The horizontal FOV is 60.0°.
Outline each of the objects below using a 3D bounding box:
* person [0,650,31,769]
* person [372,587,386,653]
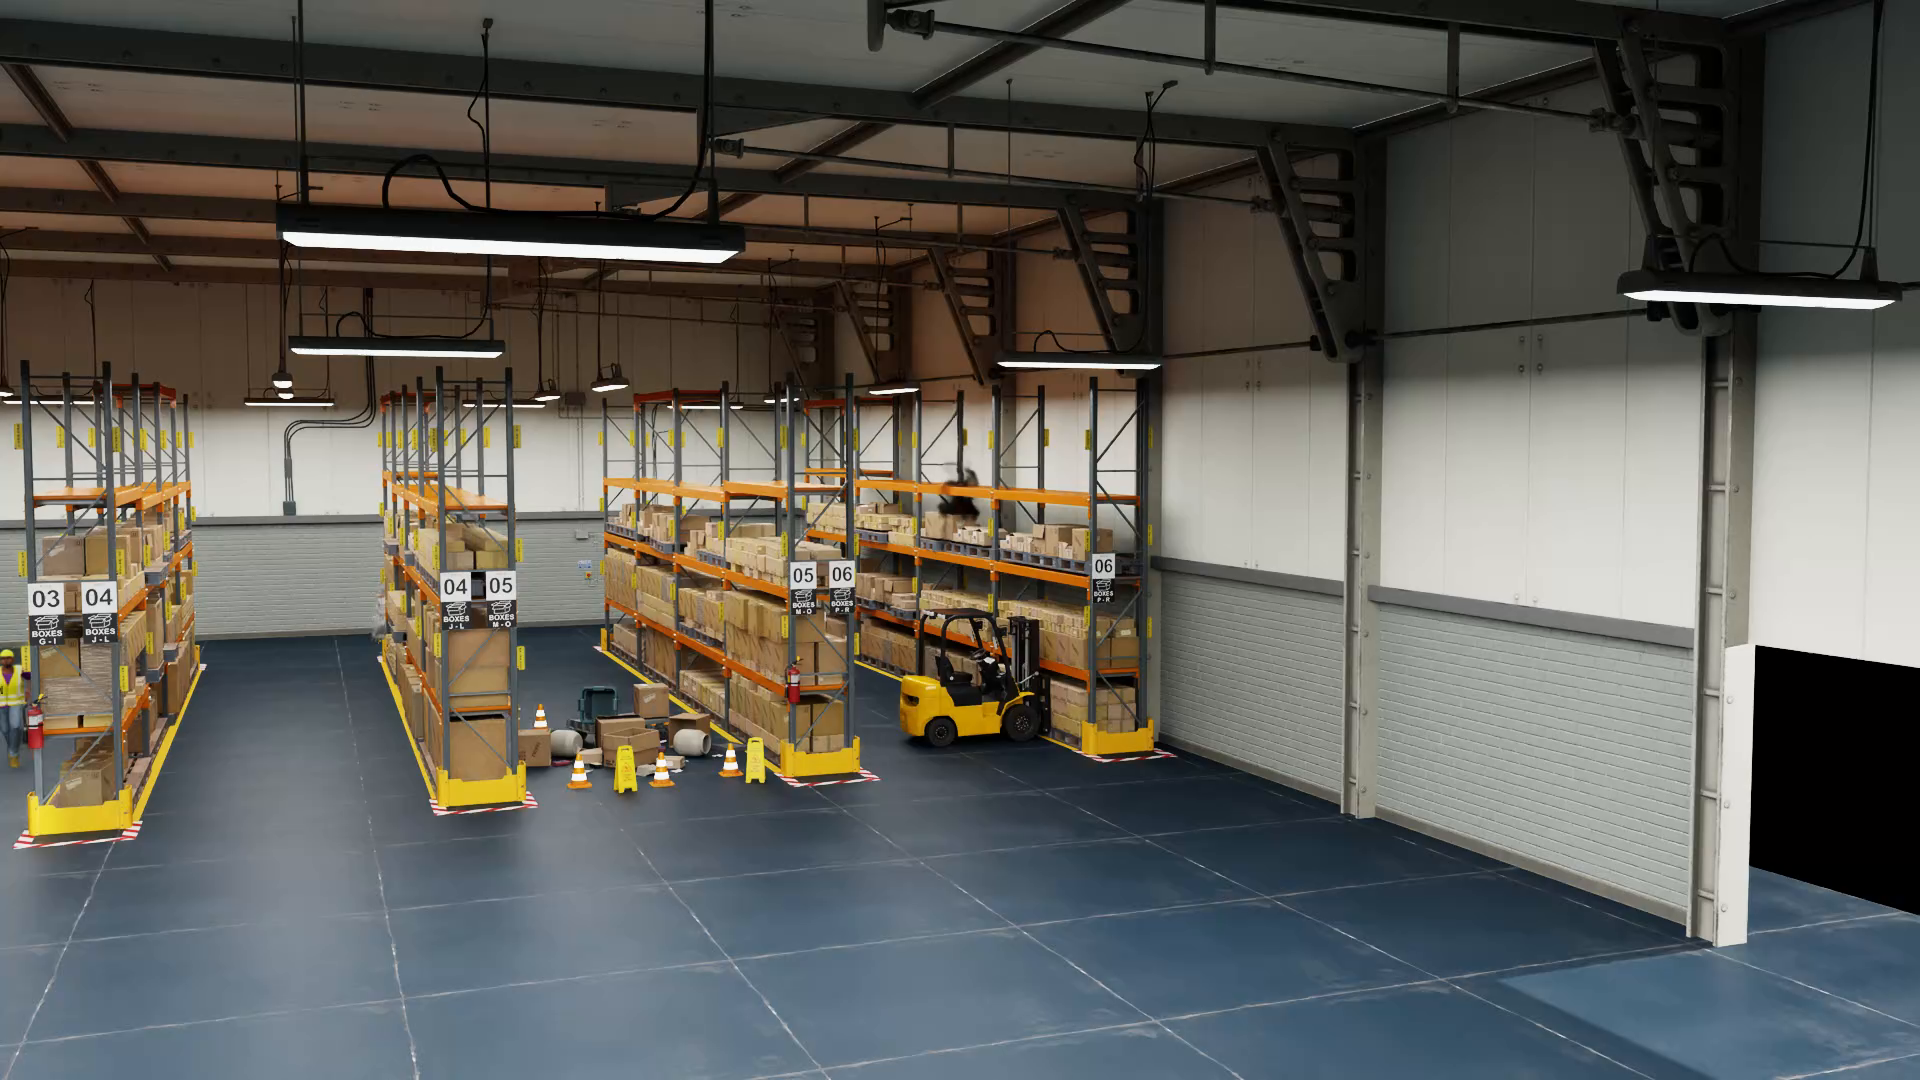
[{"bbox_3d":[-14.716,2.590,25.693,0.662,1.821,0.964,-1,4,-19],"label":"person"},{"bbox_3d":[-13.486,1.890,38.852,0.500,1.610,0.713,-2,4,-25],"label":"person"}]
